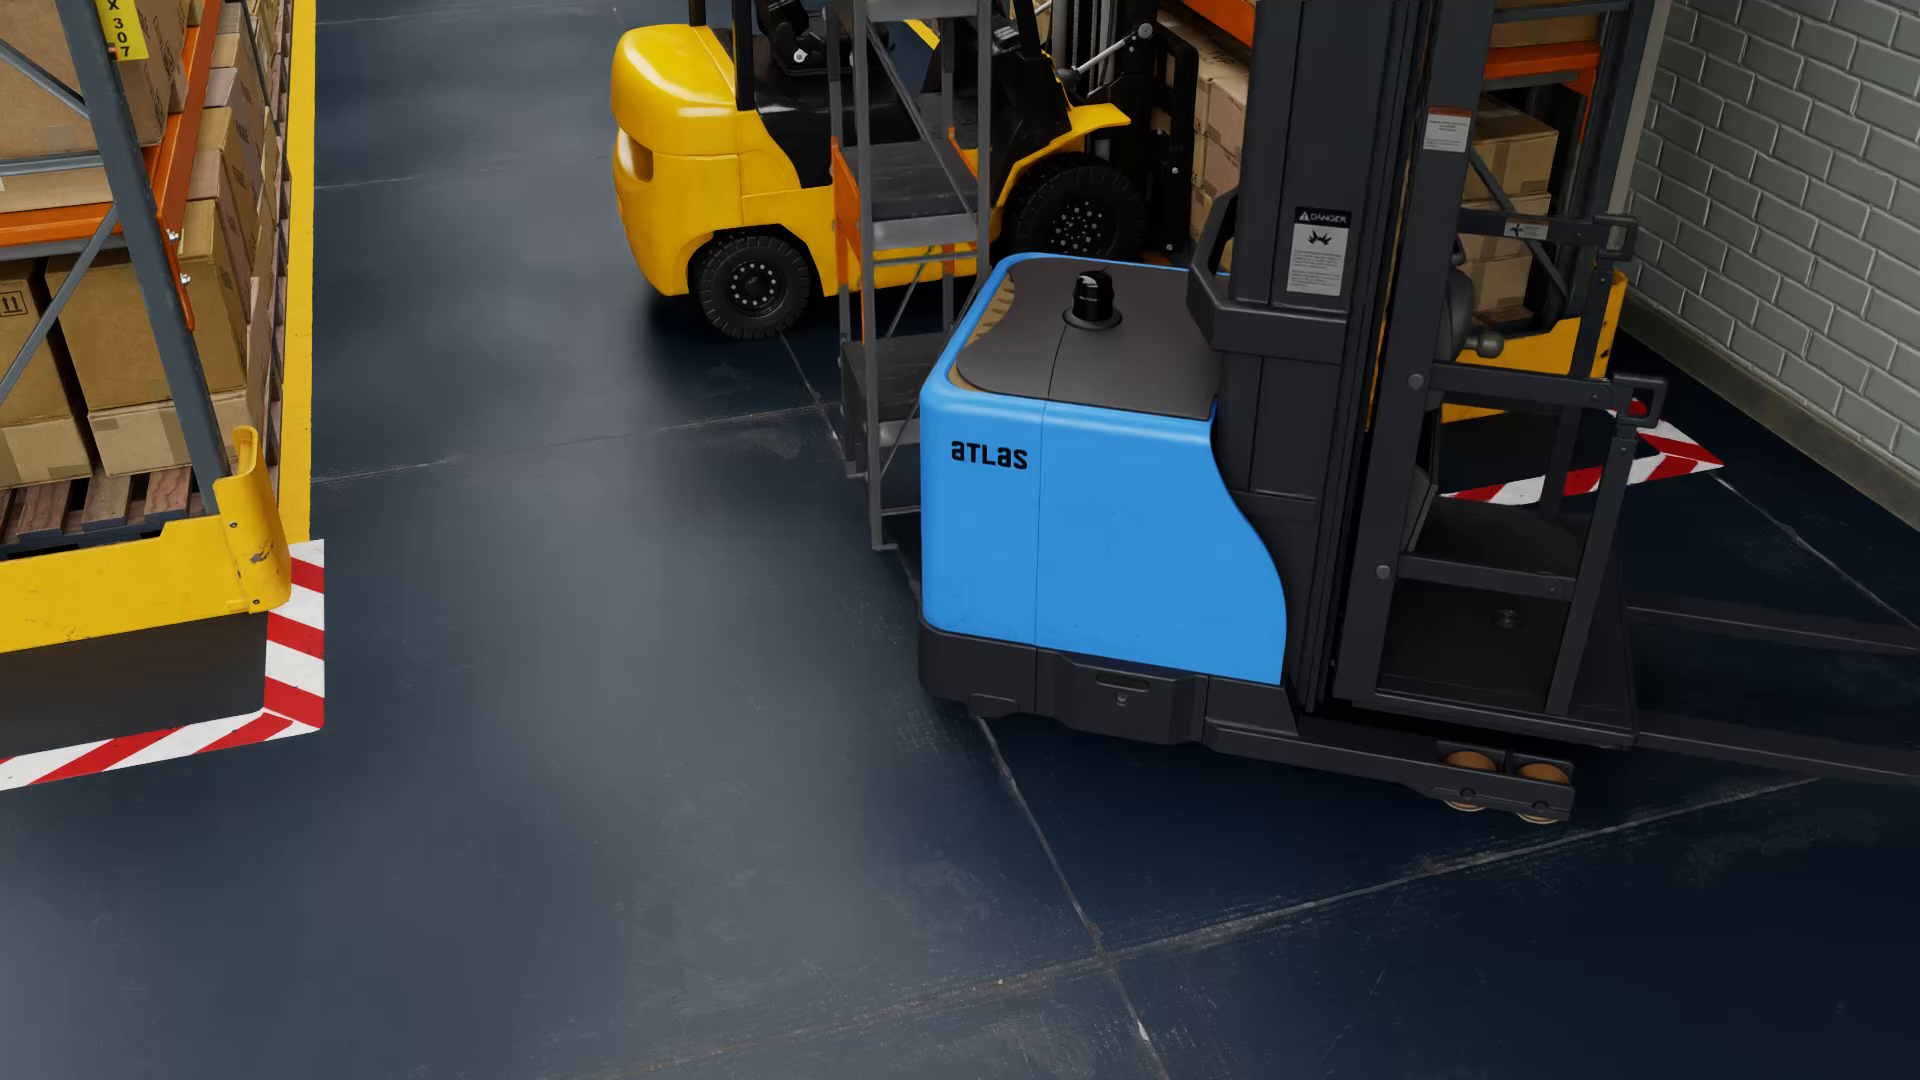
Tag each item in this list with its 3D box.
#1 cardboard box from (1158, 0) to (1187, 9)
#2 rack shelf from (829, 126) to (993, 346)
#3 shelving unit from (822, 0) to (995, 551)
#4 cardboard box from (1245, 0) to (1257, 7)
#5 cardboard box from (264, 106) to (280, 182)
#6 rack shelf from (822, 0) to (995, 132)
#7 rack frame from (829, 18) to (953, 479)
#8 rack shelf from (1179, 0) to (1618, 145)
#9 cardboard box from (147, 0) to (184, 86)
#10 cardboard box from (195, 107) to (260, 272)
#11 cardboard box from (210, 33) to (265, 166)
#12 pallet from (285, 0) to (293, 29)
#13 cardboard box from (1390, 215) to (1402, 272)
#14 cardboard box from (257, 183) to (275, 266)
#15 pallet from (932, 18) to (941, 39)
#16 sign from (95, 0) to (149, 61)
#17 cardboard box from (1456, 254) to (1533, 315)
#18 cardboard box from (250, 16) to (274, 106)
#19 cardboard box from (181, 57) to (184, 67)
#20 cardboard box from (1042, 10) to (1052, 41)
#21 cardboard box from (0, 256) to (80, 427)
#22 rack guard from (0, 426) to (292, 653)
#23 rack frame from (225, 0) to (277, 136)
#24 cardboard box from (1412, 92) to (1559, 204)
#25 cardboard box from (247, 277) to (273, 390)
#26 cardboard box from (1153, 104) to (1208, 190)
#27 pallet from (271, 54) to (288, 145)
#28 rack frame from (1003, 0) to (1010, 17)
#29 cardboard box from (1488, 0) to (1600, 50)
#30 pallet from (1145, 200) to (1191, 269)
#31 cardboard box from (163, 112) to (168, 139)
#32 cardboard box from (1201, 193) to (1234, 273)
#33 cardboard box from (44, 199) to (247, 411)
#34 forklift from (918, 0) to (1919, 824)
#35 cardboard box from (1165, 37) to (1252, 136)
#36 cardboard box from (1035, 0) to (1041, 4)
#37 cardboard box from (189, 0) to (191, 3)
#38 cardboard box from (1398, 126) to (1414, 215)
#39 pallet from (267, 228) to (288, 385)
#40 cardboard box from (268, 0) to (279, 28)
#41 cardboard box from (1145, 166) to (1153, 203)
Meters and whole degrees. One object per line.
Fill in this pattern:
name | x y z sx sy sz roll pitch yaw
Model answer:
cardboard box | 0.893 -2.533 8.068 0.500 0.250 0.500 -9 34 -13
rack shelf | -0.163 -0.986 5.363 0.431 0.518 0.480 -7 34 -11
shelving unit | -0.163 -0.998 5.355 0.431 2.100 0.503 -7 34 -11
cardboard box | 1.406 -2.353 6.500 0.500 0.500 0.500 -9 34 -13
cardboard box | -3.555 -1.850 7.942 0.500 0.250 0.500 -8 34 -13
rack shelf | -0.163 -1.570 4.977 0.431 0.518 0.480 -7 34 -11
rack frame | -0.219 -1.128 5.553 0.400 2.100 0.015 -7 34 -11
rack shelf | 1.345 -2.573 7.576 1.077 0.370 4.000 -10 35 -15
cardboard box | -2.812 -1.719 5.271 0.500 0.500 0.500 -9 35 -13
cardboard box | -3.070 -1.349 6.503 0.500 0.500 0.500 -9 35 -14
cardboard box | -3.398 -1.896 7.331 0.500 0.500 0.500 -9 35 -14
pallet | -4.974 -3.613 11.026 1.003 0.211 1.213 -10 35 -15
cardboard box | 1.509 -1.263 6.600 0.500 0.250 0.500 -10 35 -15
cardboard box | -3.232 -1.304 7.116 0.500 0.250 0.500 -9 35 -14
pallet | 0.473 -3.141 10.311 1.003 0.211 1.213 -10 35 -15
sign | -2.254 -1.439 4.422 0.100 0.325 0.005 -10 35 -15
cardboard box | 1.992 -1.142 6.871 0.500 0.250 0.500 -10 35 -15
cardboard box | -4.153 -2.441 8.725 0.950 0.372 0.625 -10 35 -14
cardboard box | -2.916 -1.649 5.753 0.380 0.149 0.250 -9 35 -13
cardboard box | 0.744 -2.590 8.609 0.500 0.250 0.500 -10 35 -15
cardboard box | -3.263 -0.704 5.528 0.500 0.500 0.500 -10 35 -14
rack guard | -2.794 0.016 5.272 1.175 0.500 0.348 -10 35 -15
rack frame | -3.991 -3.087 7.701 1.000 3.000 0.127 -10 35 -15
cardboard box | 1.989 -1.553 6.585 0.500 0.250 0.500 -11 35 -15
cardboard box | -2.902 -0.754 6.284 0.500 0.250 0.500 -9 34 -13
cardboard box | 1.189 -1.796 7.406 0.500 0.250 0.500 -11 35 -16
pallet | -4.230 -2.332 9.088 1.003 0.211 1.213 -10 35 -15
rack frame | 0.735 -3.924 8.967 1.000 3.000 0.127 -10 35 -15
cardboard box | 2.069 -2.172 6.225 0.500 0.500 0.500 -9 34 -13
pallet | 1.314 -1.694 8.122 1.003 0.211 1.213 -10 35 -15
cardboard box | -2.771 -1.378 5.343 0.380 0.149 0.250 -11 35 -16
cardboard box | 1.368 -1.308 7.121 0.500 0.250 0.500 -10 35 -15
cardboard box | -2.761 -0.810 5.688 0.500 0.500 0.500 -11 35 -16
forklift | 1.451 -0.769 4.255 3.031 2.935 1.130 8 34 13
cardboard box | 1.193 -1.988 7.244 0.500 0.250 0.500 -10 35 -14
cardboard box | 0.584 -3.062 8.869 0.500 0.250 0.500 -11 35 -15
cardboard box | -3.132 -2.252 6.077 0.500 0.500 0.500 -11 35 -16
cardboard box | 1.518 -1.458 6.442 0.500 0.250 0.500 -9 34 -13
pallet | -3.377 -0.935 6.974 1.003 0.211 1.213 -10 35 -15
cardboard box | -4.589 -3.182 9.848 0.950 0.372 0.625 -9 34 -13
cardboard box | 1.045 -1.841 7.928 0.500 0.250 0.500 -9 34 -13
